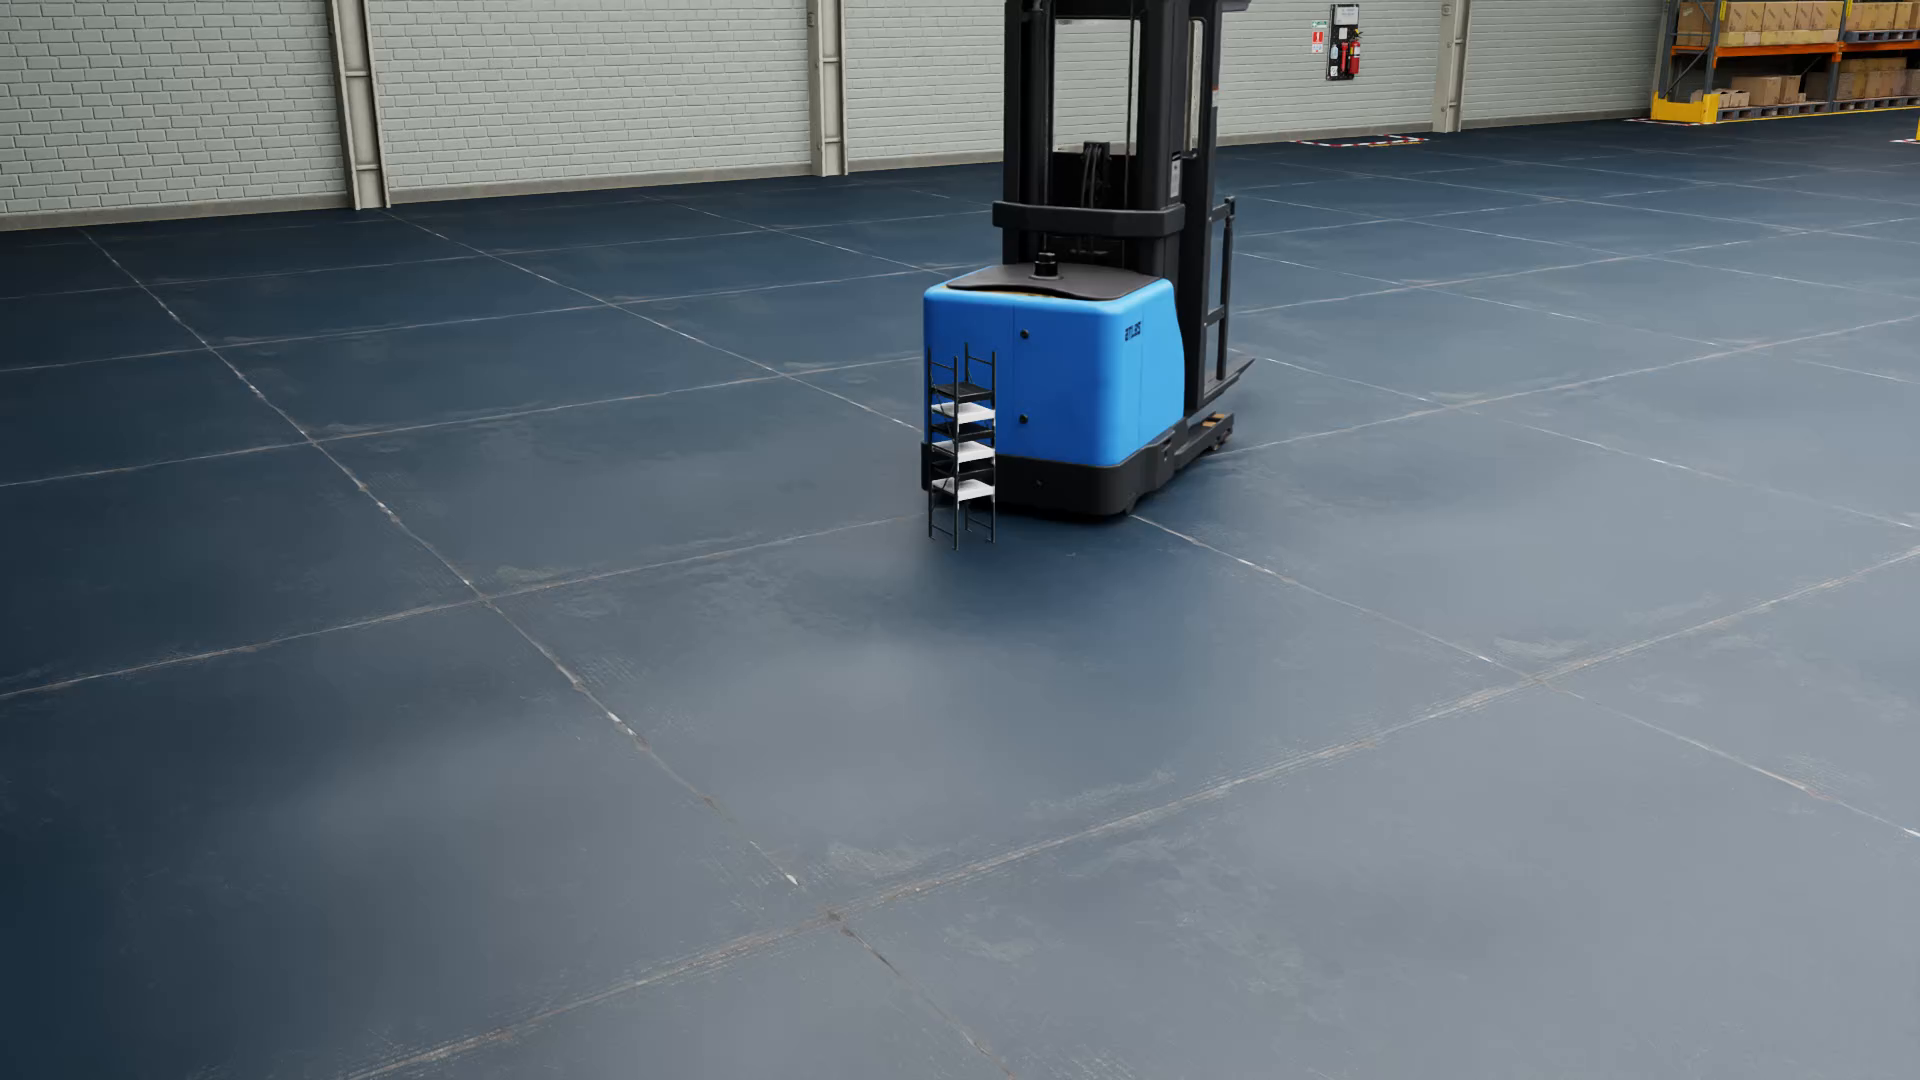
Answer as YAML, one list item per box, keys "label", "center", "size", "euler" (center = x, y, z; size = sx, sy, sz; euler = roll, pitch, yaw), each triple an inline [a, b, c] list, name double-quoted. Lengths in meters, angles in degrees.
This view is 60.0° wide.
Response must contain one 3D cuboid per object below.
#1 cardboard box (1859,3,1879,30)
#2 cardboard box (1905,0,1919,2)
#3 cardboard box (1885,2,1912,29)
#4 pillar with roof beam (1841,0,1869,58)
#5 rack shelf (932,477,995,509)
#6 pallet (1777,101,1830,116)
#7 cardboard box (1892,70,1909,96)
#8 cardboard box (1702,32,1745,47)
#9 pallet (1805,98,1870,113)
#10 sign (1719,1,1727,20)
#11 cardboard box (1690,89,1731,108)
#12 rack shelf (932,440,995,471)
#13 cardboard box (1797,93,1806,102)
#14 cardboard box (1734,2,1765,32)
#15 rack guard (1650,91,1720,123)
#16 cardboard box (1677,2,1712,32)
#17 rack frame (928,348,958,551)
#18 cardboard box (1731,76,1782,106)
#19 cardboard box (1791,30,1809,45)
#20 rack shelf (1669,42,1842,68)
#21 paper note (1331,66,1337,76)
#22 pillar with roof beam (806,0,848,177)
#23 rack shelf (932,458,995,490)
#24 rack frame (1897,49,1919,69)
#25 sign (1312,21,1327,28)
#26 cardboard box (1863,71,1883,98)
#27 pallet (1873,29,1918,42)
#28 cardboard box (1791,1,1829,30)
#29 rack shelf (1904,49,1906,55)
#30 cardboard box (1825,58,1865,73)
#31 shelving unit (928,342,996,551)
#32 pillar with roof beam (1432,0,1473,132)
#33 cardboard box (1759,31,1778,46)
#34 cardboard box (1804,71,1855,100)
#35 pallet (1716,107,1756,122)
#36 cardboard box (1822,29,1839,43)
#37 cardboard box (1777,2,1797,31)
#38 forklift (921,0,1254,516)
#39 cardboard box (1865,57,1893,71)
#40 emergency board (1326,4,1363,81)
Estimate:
- label: "cardboard box"
  center: [17.446, -10.237, 32.497]
  size: [0.500, 0.500, 0.700]
  euler: [-9, 21, -26]
- label: "cardboard box"
  center: [19.340, -10.942, 33.571]
  size: [0.250, 0.149, 0.380]
  euler: [-17, 25, -40]
- label: "cardboard box"
  center: [18.457, -10.453, 33.138]
  size: [0.500, 0.500, 0.700]
  euler: [-12, 22, -31]
- label: "pillar with roof beam"
  center: [20.678, -12.201, 29.784]
  size: [0.400, 9.000, 9.100]
  euler: [-12, 22, -31]
- label: "rack shelf"
  center: [0.007, -0.226, 7.673]
  size: [0.200, 0.077, 0.258]
  euler: [-12, 22, -31]
- label: "pallet"
  center: [15.990, -8.355, 32.129]
  size: [1.213, 0.211, 1.003]
  euler: [-12, 22, -31]
- label: "cardboard box"
  center: [18.805, -9.332, 33.881]
  size: [0.500, 0.500, 0.700]
  euler: [-12, 22, -31]
- label: "cardboard box"
  center: [13.773, -9.039, 30.000]
  size: [0.500, 0.250, 0.500]
  euler: [-13, 22, -33]
- label: "pallet"
  center: [17.181, -8.620, 32.913]
  size: [1.213, 0.211, 1.003]
  euler: [-12, 22, -31]
- label: "sign"
  center: [13.489, -9.364, 29.408]
  size: [0.005, 0.325, 0.100]
  euler: [-12, 22, -31]
- label: "cardboard box"
  center: [13.818, -8.132, 30.625]
  size: [0.500, 0.311, 0.500]
  euler: [-15, 24, -37]
- label: "rack shelf"
  center: [0.007, -0.396, 7.616]
  size: [0.200, 0.077, 0.258]
  euler: [-12, 22, -31]
- label: "cardboard box"
  center: [16.101, -8.568, 32.141]
  size: [0.250, 0.166, 0.380]
  euler: [-16, 24, -38]
- label: "cardboard box"
  center: [14.173, -9.481, 30.137]
  size: [0.500, 0.500, 0.500]
  euler: [-12, 22, -31]
- label: "rack guard"
  center: [13.254, -7.928, 30.416]
  size: [0.348, 0.500, 1.175]
  euler: [-12, 22, -31]
- label: "cardboard box"
  center: [13.468, -9.533, 30.290]
  size: [0.500, 0.500, 0.500]
  euler: [-12, 22, -32]
- label: "rack frame"
  center: [-0.078, -0.410, 7.552]
  size: [0.006, 0.900, 0.240]
  euler: [-12, 22, -31]
- label: "cardboard box"
  center: [14.934, -8.437, 31.235]
  size: [0.500, 0.500, 0.700]
  euler: [-14, 23, -35]
- label: "cardboard box"
  center: [15.470, -9.399, 31.067]
  size: [0.500, 0.250, 0.500]
  euler: [-12, 22, -32]
- label: "rack shelf"
  center: [14.861, -9.111, 31.133]
  size: [4.000, 0.370, 1.077]
  euler: [-12, 22, -31]
- label: "paper note"
  center: [6.018, -7.542, 26.745]
  size: [0.142, 0.148, 0.016]
  euler: [-12, 22, -31]
- label: "pillar with roof beam"
  center: [0.634, -7.974, 17.280]
  size: [0.400, 9.000, 9.100]
  euler: [-12, 22, -31]
- label: "rack shelf"
  center: [0.007, -0.311, 7.644]
  size: [0.200, 0.077, 0.258]
  euler: [-12, 22, -31]
- label: "rack frame"
  center: [19.872, -10.508, 34.144]
  size: [0.127, 3.000, 1.000]
  euler: [-12, 22, -31]
- label: "sign"
  center: [5.694, -8.168, 26.340]
  size: [0.331, 0.109, 0.001]
  euler: [-12, 22, -31]
- label: "cardboard box"
  center: [17.989, -9.146, 33.329]
  size: [0.500, 0.500, 0.700]
  euler: [-12, 22, -31]
- label: "pallet"
  center: [18.241, -10.058, 33.111]
  size: [1.213, 0.211, 1.003]
  euler: [-12, 22, -31]
- label: "cardboard box"
  center: [15.893, -9.842, 31.205]
  size: [0.500, 0.500, 0.500]
  euler: [-12, 22, -32]
- label: "rack shelf"
  center: [21.543, -10.520, 35.301]
  size: [4.000, 0.370, 1.077]
  euler: [-12, 22, -31]
- label: "cardboard box"
  center: [17.503, -9.396, 32.899]
  size: [0.500, 0.250, 0.500]
  euler: [-12, 22, -33]
- label: "shelving unit"
  center: [0.007, -0.428, 7.605]
  size: [0.210, 0.900, 0.258]
  euler: [-12, 22, -31]
- label: "pillar with roof beam"
  center: [10.656, -10.087, 23.532]
  size: [0.400, 9.000, 9.100]
  euler: [-12, 22, -31]
- label: "cardboard box"
  center: [14.628, -9.222, 30.542]
  size: [0.500, 0.250, 0.500]
  euler: [-12, 22, -32]
- label: "cardboard box"
  center: [17.137, -8.962, 32.786]
  size: [0.500, 0.500, 0.700]
  euler: [-11, 22, -30]
- label: "pallet"
  center: [13.952, -7.925, 30.857]
  size: [1.213, 0.211, 1.003]
  euler: [-12, 22, -31]
- label: "cardboard box"
  center: [16.303, -9.578, 31.594]
  size: [0.500, 0.250, 0.500]
  euler: [-12, 22, -31]
- label: "cardboard box"
  center: [15.033, -9.664, 30.680]
  size: [0.500, 0.500, 0.500]
  euler: [-11, 22, -30]
- label: "forklift"
  center: [0.895, -1.934, 8.888]
  size: [1.130, 2.935, 3.031]
  euler: [9, 21, 24]
- label: "cardboard box"
  center: [18.362, -9.571, 33.418]
  size: [0.500, 0.250, 0.500]
  euler: [-12, 22, -32]
- label: "emergency board"
  center: [6.204, -7.972, 26.642]
  size: [0.643, 1.169, 0.194]
  euler: [-12, 22, -31]
